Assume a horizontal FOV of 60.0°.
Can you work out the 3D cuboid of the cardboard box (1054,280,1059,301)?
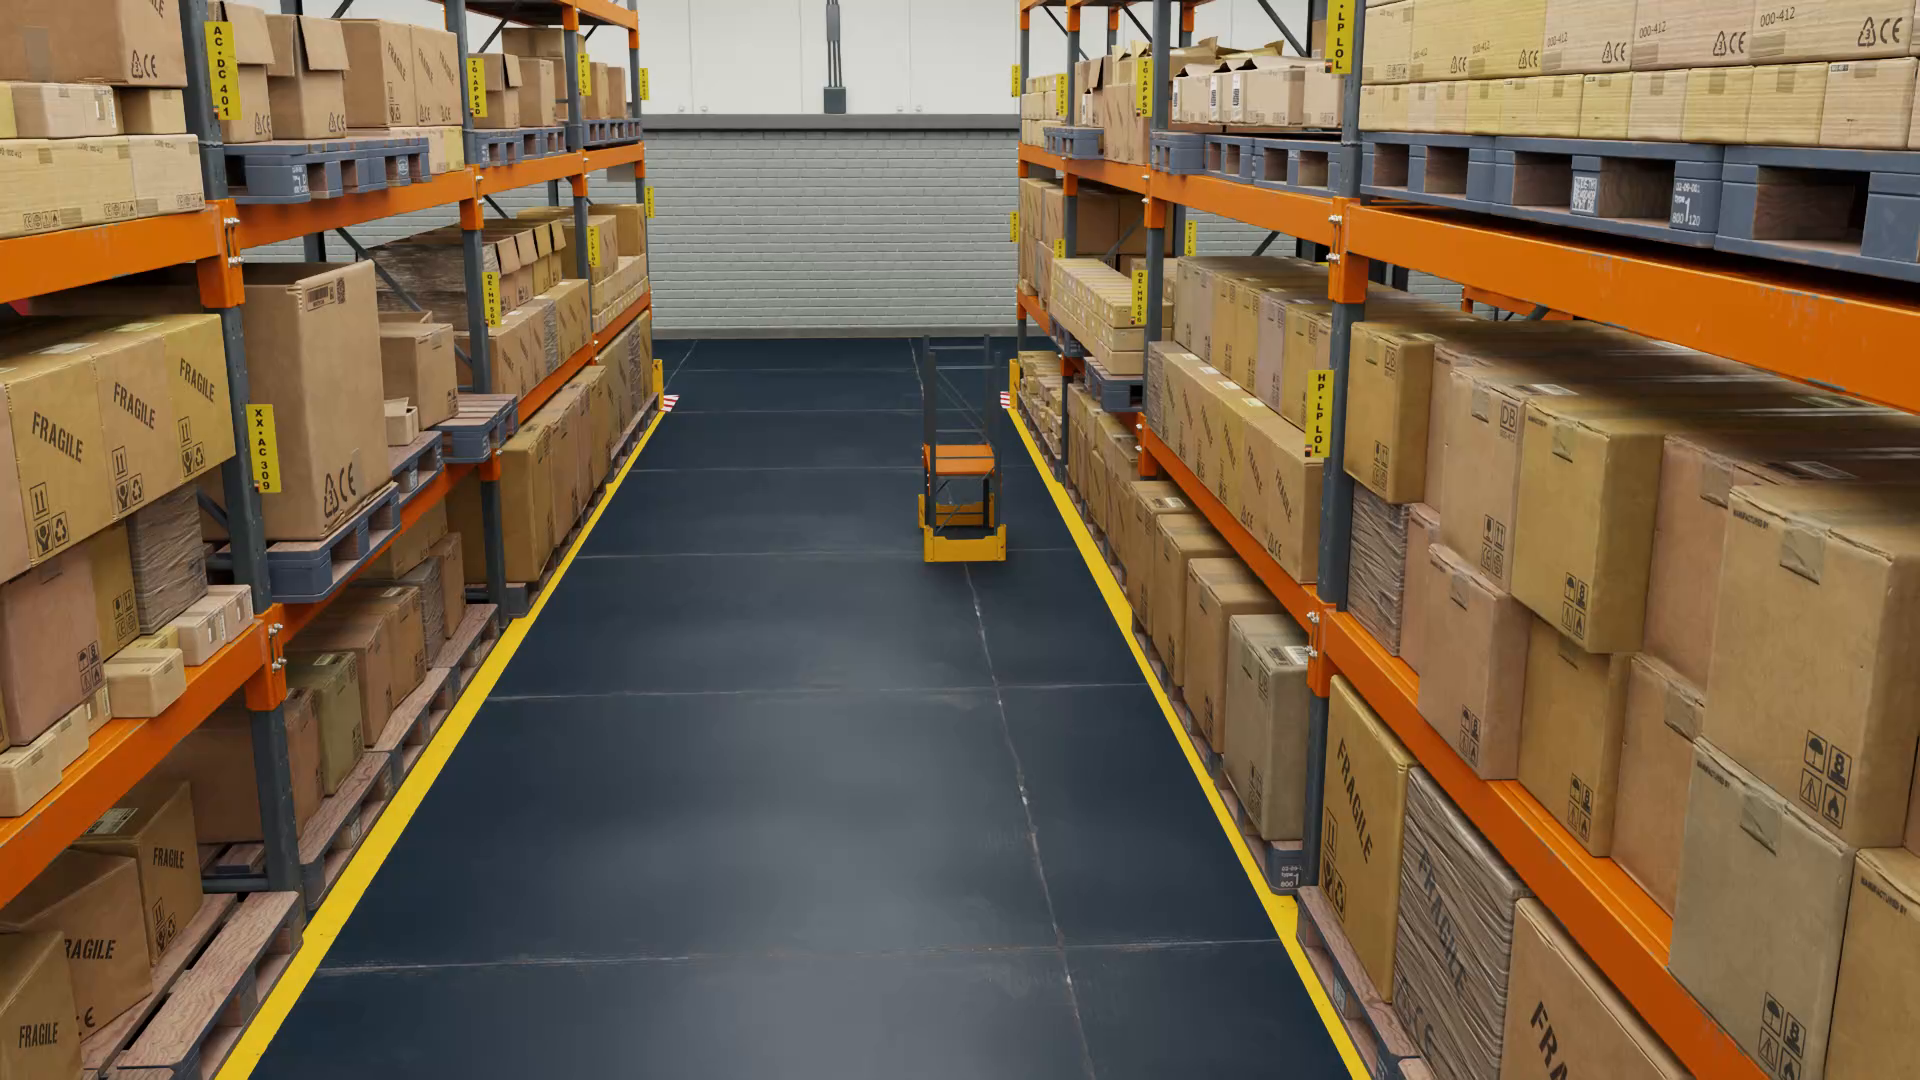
[{"bbox_3d":[0.961,-2.000,13.346,0.380,0.149,0.250,-1,14,-5],"label":"cardboard box"}]

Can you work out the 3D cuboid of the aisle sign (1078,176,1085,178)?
[{"bbox_3d":[1.425,-4.221,17.694,0.394,0.787,0.004,-1,14,-3],"label":"aisle sign"}]

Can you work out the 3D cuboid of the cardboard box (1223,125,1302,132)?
[{"bbox_3d":[1.856,-2.597,10.378,0.500,0.500,0.500,-1,14,-3],"label":"cardboard box"}]

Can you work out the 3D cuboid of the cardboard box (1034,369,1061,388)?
[{"bbox_3d":[0.924,-1.587,16.360,0.380,0.149,0.250,-1,14,-3],"label":"cardboard box"}]

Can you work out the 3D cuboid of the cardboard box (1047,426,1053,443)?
[{"bbox_3d":[1.000,-0.990,15.232,0.380,0.149,0.250,-1,14,-5],"label":"cardboard box"}]

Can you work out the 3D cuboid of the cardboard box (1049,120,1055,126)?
[{"bbox_3d":[1.058,-3.566,14.649,0.500,0.250,0.500,-1,14,-4],"label":"cardboard box"}]

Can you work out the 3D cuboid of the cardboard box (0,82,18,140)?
[{"bbox_3d":[-2.763,-1.137,4.408,0.380,0.149,0.250,0,14,-1],"label":"cardboard box"}]

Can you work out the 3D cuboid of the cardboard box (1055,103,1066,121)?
[{"bbox_3d":[1.095,-3.677,14.076,0.500,0.250,0.500,-2,15,-6],"label":"cardboard box"}]

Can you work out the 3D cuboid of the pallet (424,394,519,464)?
[{"bbox_3d":[-3.181,-0.629,9.338,1.213,0.211,1.003,-1,14,-3],"label":"pallet"}]

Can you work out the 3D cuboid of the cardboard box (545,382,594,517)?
[{"bbox_3d":[-3.463,-0.686,12.594,1.225,0.875,0.875,-1,14,-5],"label":"cardboard box"}]

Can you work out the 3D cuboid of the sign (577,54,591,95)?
[{"bbox_3d":[-3.038,-3.759,13.427,0.100,0.325,0.005,-1,14,-3],"label":"sign"}]

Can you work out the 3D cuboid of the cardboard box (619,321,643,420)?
[{"bbox_3d":[-3.651,-1.678,16.448,0.875,0.875,0.875,-1,14,-3],"label":"cardboard box"}]

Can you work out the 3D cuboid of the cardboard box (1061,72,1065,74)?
[{"bbox_3d":[1.059,-3.899,14.137,0.380,0.149,0.250,-1,14,-2],"label":"cardboard box"}]

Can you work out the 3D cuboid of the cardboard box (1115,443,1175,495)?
[{"bbox_3d":[1.321,-0.471,11.007,0.500,0.250,0.500,-1,14,-5],"label":"cardboard box"}]

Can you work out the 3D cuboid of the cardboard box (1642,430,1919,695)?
[{"bbox_3d":[2.111,0.075,3.747,0.875,0.550,0.550,-1,14,-3],"label":"cardboard box"}]

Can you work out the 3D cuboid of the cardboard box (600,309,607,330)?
[{"bbox_3d":[-3.282,-1.915,14.454,0.380,0.149,0.250,-1,14,-5],"label":"cardboard box"}]

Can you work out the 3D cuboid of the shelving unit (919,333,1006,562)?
[{"bbox_3d":[0.005,-0.707,12.266,0.587,1.500,1.083,-1,14,-3],"label":"shelving unit"}]

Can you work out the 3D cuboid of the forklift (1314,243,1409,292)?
[{"bbox_3d":[3.874,-2.012,14.463,3.031,2.935,1.130,-1,15,-6],"label":"forklift"}]

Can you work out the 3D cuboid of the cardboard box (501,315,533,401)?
[{"bbox_3d":[-3.124,-1.200,10.969,0.500,0.500,0.500,-1,14,-5],"label":"cardboard box"}]

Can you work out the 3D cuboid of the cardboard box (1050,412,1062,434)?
[{"bbox_3d":[1.012,-1.051,14.875,0.380,0.149,0.250,-2,15,-6],"label":"cardboard box"}]

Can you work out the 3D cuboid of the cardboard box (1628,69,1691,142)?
[{"bbox_3d":[1.684,-0.936,3.586,0.380,0.149,0.250,-1,14,-3],"label":"cardboard box"}]

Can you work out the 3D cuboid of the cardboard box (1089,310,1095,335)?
[{"bbox_3d":[1.088,-1.485,11.342,0.380,0.149,0.250,-1,14,-3],"label":"cardboard box"}]

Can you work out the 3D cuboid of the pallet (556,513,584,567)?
[{"bbox_3d":[-3.377,-0.047,12.287,1.003,0.211,1.213,-1,14,-3],"label":"pallet"}]

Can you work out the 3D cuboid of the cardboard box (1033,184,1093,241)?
[{"bbox_3d":[0.975,-3.118,15.821,0.500,0.500,0.500,-1,14,-5],"label":"cardboard box"}]

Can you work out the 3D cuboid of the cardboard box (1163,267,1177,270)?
[{"bbox_3d":[1.645,-2.021,12.828,0.380,0.149,0.250,-1,14,-4],"label":"cardboard box"}]

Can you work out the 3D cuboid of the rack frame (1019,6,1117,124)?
[{"bbox_3d":[1.130,-5.844,17.182,1.000,3.000,0.127,-1,14,-3],"label":"rack frame"}]

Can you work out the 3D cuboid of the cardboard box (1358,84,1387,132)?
[{"bbox_3d":[1.556,-1.442,5.551,0.380,0.149,0.250,-1,14,-4],"label":"cardboard box"}]

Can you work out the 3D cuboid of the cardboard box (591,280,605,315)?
[{"bbox_3d":[-3.347,-2.085,14.314,0.500,0.250,0.500,-1,14,-4],"label":"cardboard box"}]

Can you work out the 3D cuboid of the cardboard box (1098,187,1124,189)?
[{"bbox_3d":[1.545,-2.991,15.329,0.500,0.500,0.500,-1,14,-3],"label":"cardboard box"}]

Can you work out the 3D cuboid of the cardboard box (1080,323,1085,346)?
[{"bbox_3d":[1.062,-1.466,11.865,0.380,0.149,0.250,0,14,-2],"label":"cardboard box"}]

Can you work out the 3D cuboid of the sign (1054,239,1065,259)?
[{"bbox_3d":[0.836,-2.353,13.915,0.100,0.325,0.005,-1,14,-3],"label":"sign"}]

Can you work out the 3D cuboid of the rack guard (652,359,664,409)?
[{"bbox_3d":[-3.828,-1.683,18.064,1.175,0.500,0.348,-1,14,-3],"label":"rack guard"}]

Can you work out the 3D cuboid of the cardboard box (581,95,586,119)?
[{"bbox_3d":[-3.716,-3.973,14.685,0.700,0.500,0.500,0,14,-1],"label":"cardboard box"}]

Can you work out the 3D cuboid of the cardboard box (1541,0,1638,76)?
[{"bbox_3d":[1.721,-1.228,3.919,0.500,0.250,0.500,-1,14,-3],"label":"cardboard box"}]

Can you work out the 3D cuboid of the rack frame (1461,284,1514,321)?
[{"bbox_3d":[6.064,-3.041,18.324,1.000,3.000,0.127,-1,14,-3],"label":"rack frame"}]

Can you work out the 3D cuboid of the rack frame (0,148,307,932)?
[{"bbox_3d":[-3.084,0.097,6.130,1.000,3.000,0.127,-1,14,-3],"label":"rack frame"}]

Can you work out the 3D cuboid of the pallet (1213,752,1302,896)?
[{"bbox_3d":[1.750,1.205,7.419,1.003,0.211,1.213,-1,14,-3],"label":"pallet"}]

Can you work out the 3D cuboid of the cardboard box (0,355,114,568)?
[{"bbox_3d":[-2.719,-0.223,4.571,0.500,0.500,0.500,-1,14,-3],"label":"cardboard box"}]

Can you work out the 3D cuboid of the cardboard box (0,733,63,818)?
[{"bbox_3d":[-2.699,0.641,4.520,0.380,0.149,0.250,-1,14,-3],"label":"cardboard box"}]

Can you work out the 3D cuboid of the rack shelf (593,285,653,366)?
[{"bbox_3d":[-3.703,-2.042,15.886,1.077,0.370,4.000,-1,14,-3],"label":"rack shelf"}]

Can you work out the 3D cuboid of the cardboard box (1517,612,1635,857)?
[{"bbox_3d":[2.013,0.467,4.390,0.875,0.550,0.500,-1,14,-3],"label":"cardboard box"}]

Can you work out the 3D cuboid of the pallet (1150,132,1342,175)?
[{"bbox_3d":[1.718,-2.151,9.227,1.213,0.211,1.003,0,14,-1],"label":"pallet"}]

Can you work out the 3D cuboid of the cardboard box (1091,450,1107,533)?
[{"bbox_3d":[1.246,-0.362,12.088,0.500,0.500,0.500,-2,15,-6],"label":"cardboard box"}]

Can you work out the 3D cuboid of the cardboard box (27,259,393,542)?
[{"bbox_3d":[-2.993,-0.597,6.779,1.000,1.000,1.000,-1,14,-3],"label":"cardboard box"}]

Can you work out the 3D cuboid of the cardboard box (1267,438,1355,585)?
[{"bbox_3d":[1.574,-0.129,6.806,0.500,0.500,0.500,-1,14,-4],"label":"cardboard box"}]

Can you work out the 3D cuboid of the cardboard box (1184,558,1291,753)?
[{"bbox_3d":[1.689,0.539,8.085,1.050,0.750,0.750,-1,14,-3],"label":"cardboard box"}]

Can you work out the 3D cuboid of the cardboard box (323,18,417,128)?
[{"bbox_3d":[-2.994,-2.276,8.127,0.500,0.500,0.500,-1,14,-2],"label":"cardboard box"}]

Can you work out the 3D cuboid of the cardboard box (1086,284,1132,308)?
[{"bbox_3d":[1.079,-1.688,11.535,0.380,0.149,0.250,-1,14,-3],"label":"cardboard box"}]

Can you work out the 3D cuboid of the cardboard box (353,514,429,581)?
[{"bbox_3d":[-3.217,0.034,9.002,0.500,0.250,0.500,1,14,3],"label":"cardboard box"}]

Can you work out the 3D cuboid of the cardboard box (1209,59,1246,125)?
[{"bbox_3d":[1.514,-2.175,8.075,0.500,0.311,0.500,-1,14,-4],"label":"cardboard box"}]

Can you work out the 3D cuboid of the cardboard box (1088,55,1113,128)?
[{"bbox_3d":[1.342,-3.264,12.123,0.797,0.503,0.637,-1,14,-4],"label":"cardboard box"}]

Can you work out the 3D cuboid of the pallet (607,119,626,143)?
[{"bbox_3d":[-3.692,-3.809,15.468,1.003,0.211,1.213,-1,14,-3],"label":"pallet"}]

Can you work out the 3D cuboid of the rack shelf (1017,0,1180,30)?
[{"bbox_3d":[1.254,-4.997,15.339,1.077,0.370,4.000,-1,14,-3],"label":"rack shelf"}]

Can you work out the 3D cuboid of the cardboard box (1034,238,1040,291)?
[{"bbox_3d":[0.996,-2.634,15.947,0.500,0.500,0.500,-1,14,-5],"label":"cardboard box"}]

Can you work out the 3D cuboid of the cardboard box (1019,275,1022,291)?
[{"bbox_3d":[0.823,-2.732,17.628,0.380,0.149,0.250,-1,14,-4],"label":"cardboard box"}]

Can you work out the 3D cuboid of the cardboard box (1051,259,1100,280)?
[{"bbox_3d":[0.943,-2.209,13.559,0.380,0.149,0.250,0,14,-1],"label":"cardboard box"}]

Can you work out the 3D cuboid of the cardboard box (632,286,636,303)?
[{"bbox_3d":[-3.412,-2.428,16.449,0.380,0.149,0.250,-1,14,-5],"label":"cardboard box"}]
